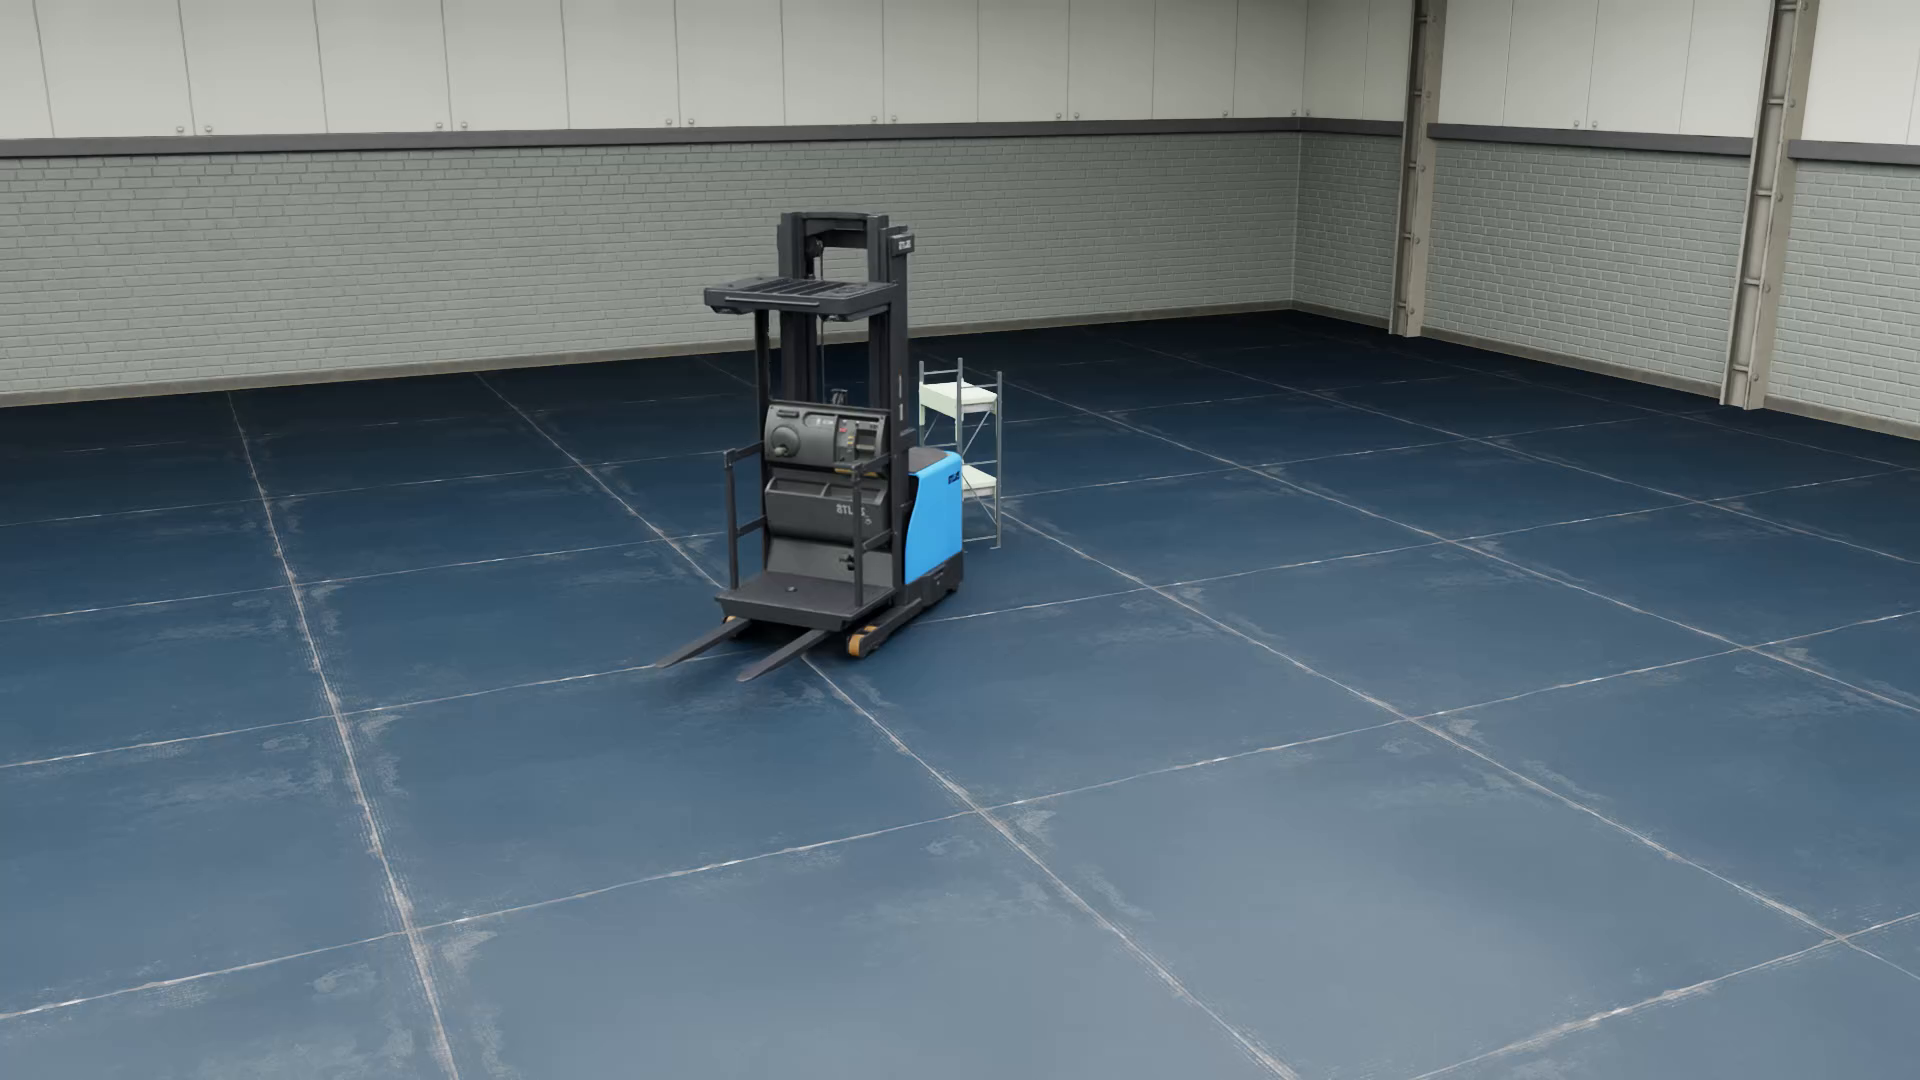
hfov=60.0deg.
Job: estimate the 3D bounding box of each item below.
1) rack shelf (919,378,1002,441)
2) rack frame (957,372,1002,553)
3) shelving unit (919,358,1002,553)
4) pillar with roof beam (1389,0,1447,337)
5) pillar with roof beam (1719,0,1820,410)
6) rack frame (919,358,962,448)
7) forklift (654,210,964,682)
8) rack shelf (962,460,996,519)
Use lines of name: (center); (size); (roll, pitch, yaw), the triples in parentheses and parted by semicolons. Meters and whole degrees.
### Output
rack shelf: (-0.003, -1.098, 13.942); (0.431, 0.370, 0.720); (-8, 18, -25)
rack frame: (0.157, -0.632, 13.733); (0.400, 1.500, 0.023); (-8, 18, -25)
shelving unit: (-0.003, -0.723, 14.050); (0.431, 1.500, 0.755); (-8, 18, -25)
pillar with roof beam: (2.824, -6.894, 21.958); (9.100, 9.000, 0.400); (-8, 18, -25)
pillar with roof beam: (5.453, -5.406, 16.774); (9.100, 9.000, 0.400); (-8, 18, -25)
rack frame: (-0.163, -0.813, 14.366); (0.400, 1.500, 0.023); (-8, 18, -25)
forklift: (-1.035, -0.732, 11.487); (1.130, 2.935, 3.031); (7, 17, 23)
rack shelf: (-0.003, -0.409, 14.139); (0.431, 0.370, 0.720); (-8, 18, -25)
